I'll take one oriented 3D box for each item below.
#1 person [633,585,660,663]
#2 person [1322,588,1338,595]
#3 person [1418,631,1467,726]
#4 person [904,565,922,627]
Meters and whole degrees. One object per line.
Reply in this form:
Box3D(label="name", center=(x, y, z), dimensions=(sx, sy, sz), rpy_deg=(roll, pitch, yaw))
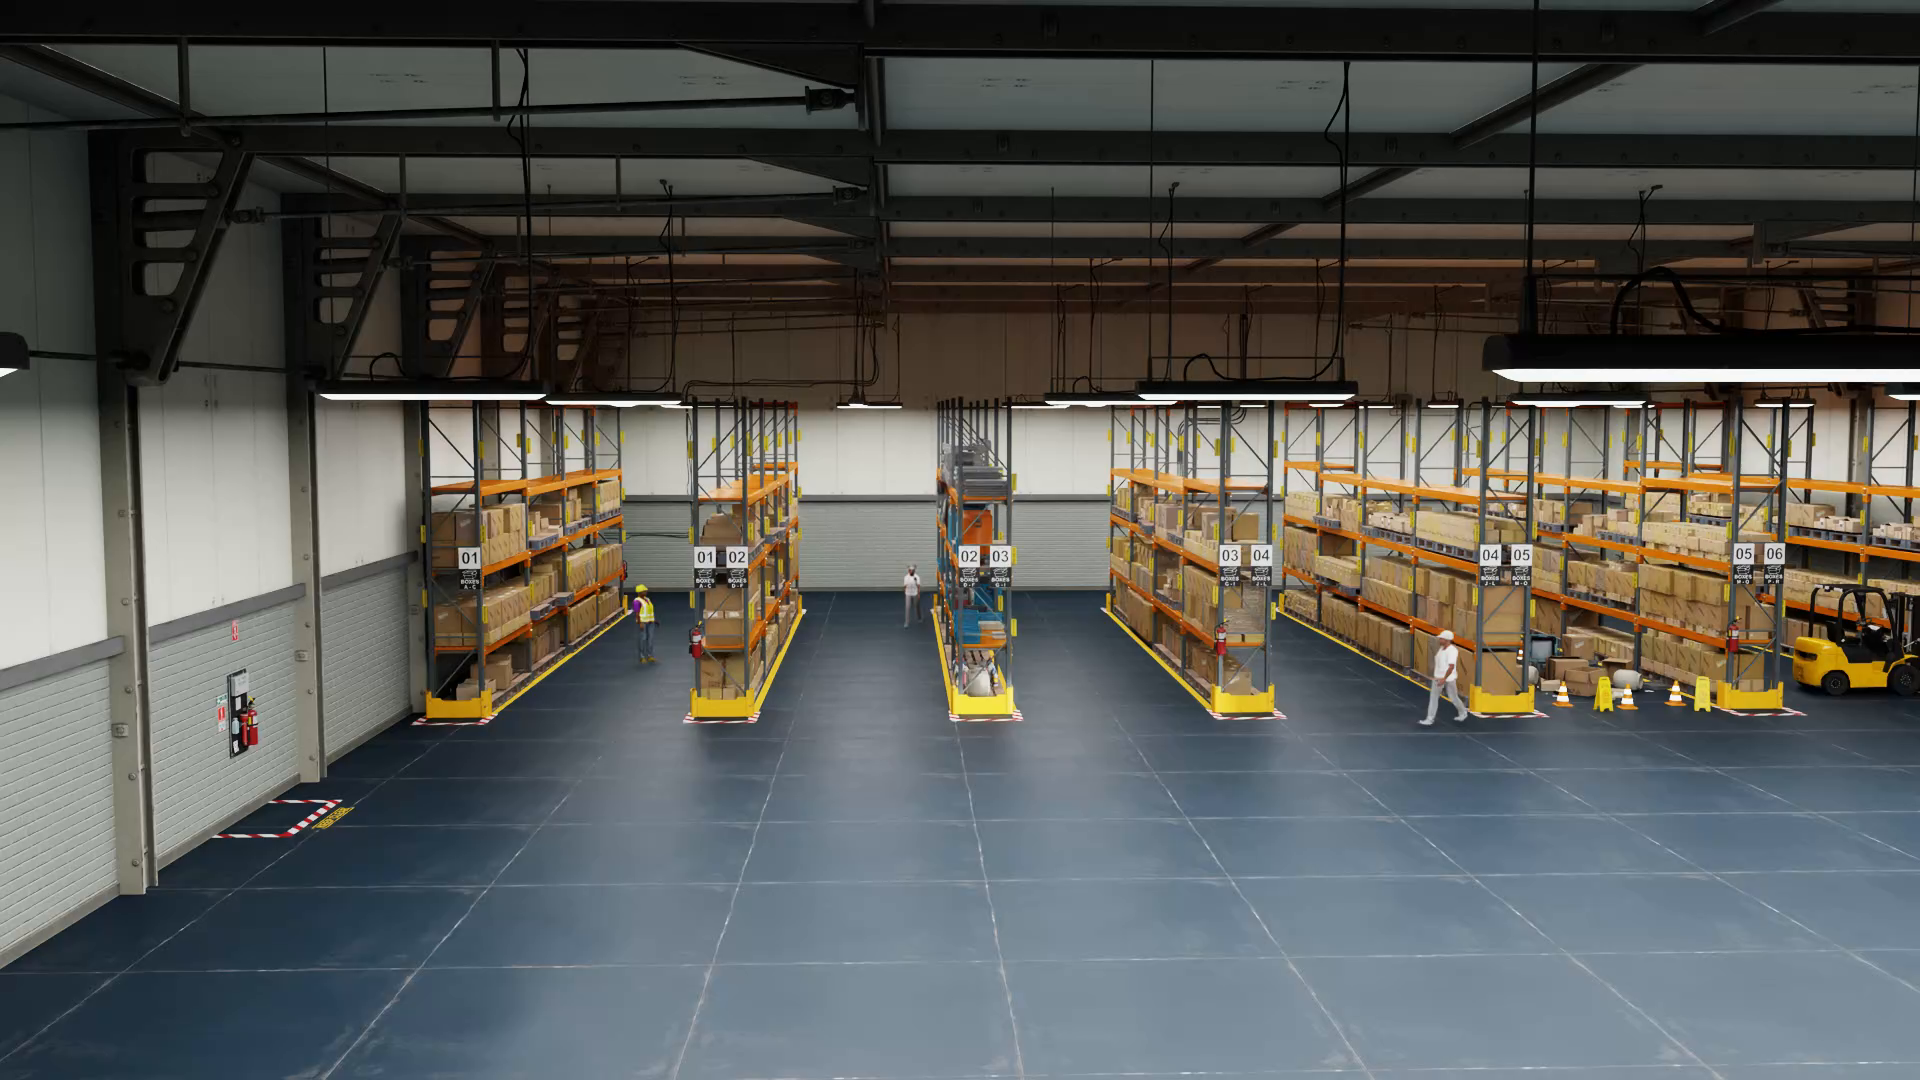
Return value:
Box3D(label="person", center=(-7.193, 1.917, 38.149), dimensions=(0.508, 1.786, 0.632), rpy_deg=(3, 5, 36))
Box3D(label="person", center=(11.021, 1.096, 49.245), dimensions=(0.908, 1.622, 0.480), rpy_deg=(-1, 5, -17))
Box3D(label="person", center=(8.855, 2.519, 30.300), dimensions=(1.042, 1.735, 0.494), rpy_deg=(-3, 6, -37))
Box3D(label="person", center=(-1.260, 1.473, 44.302), dimensions=(0.512, 1.638, 0.950), rpy_deg=(1, 5, 13))
